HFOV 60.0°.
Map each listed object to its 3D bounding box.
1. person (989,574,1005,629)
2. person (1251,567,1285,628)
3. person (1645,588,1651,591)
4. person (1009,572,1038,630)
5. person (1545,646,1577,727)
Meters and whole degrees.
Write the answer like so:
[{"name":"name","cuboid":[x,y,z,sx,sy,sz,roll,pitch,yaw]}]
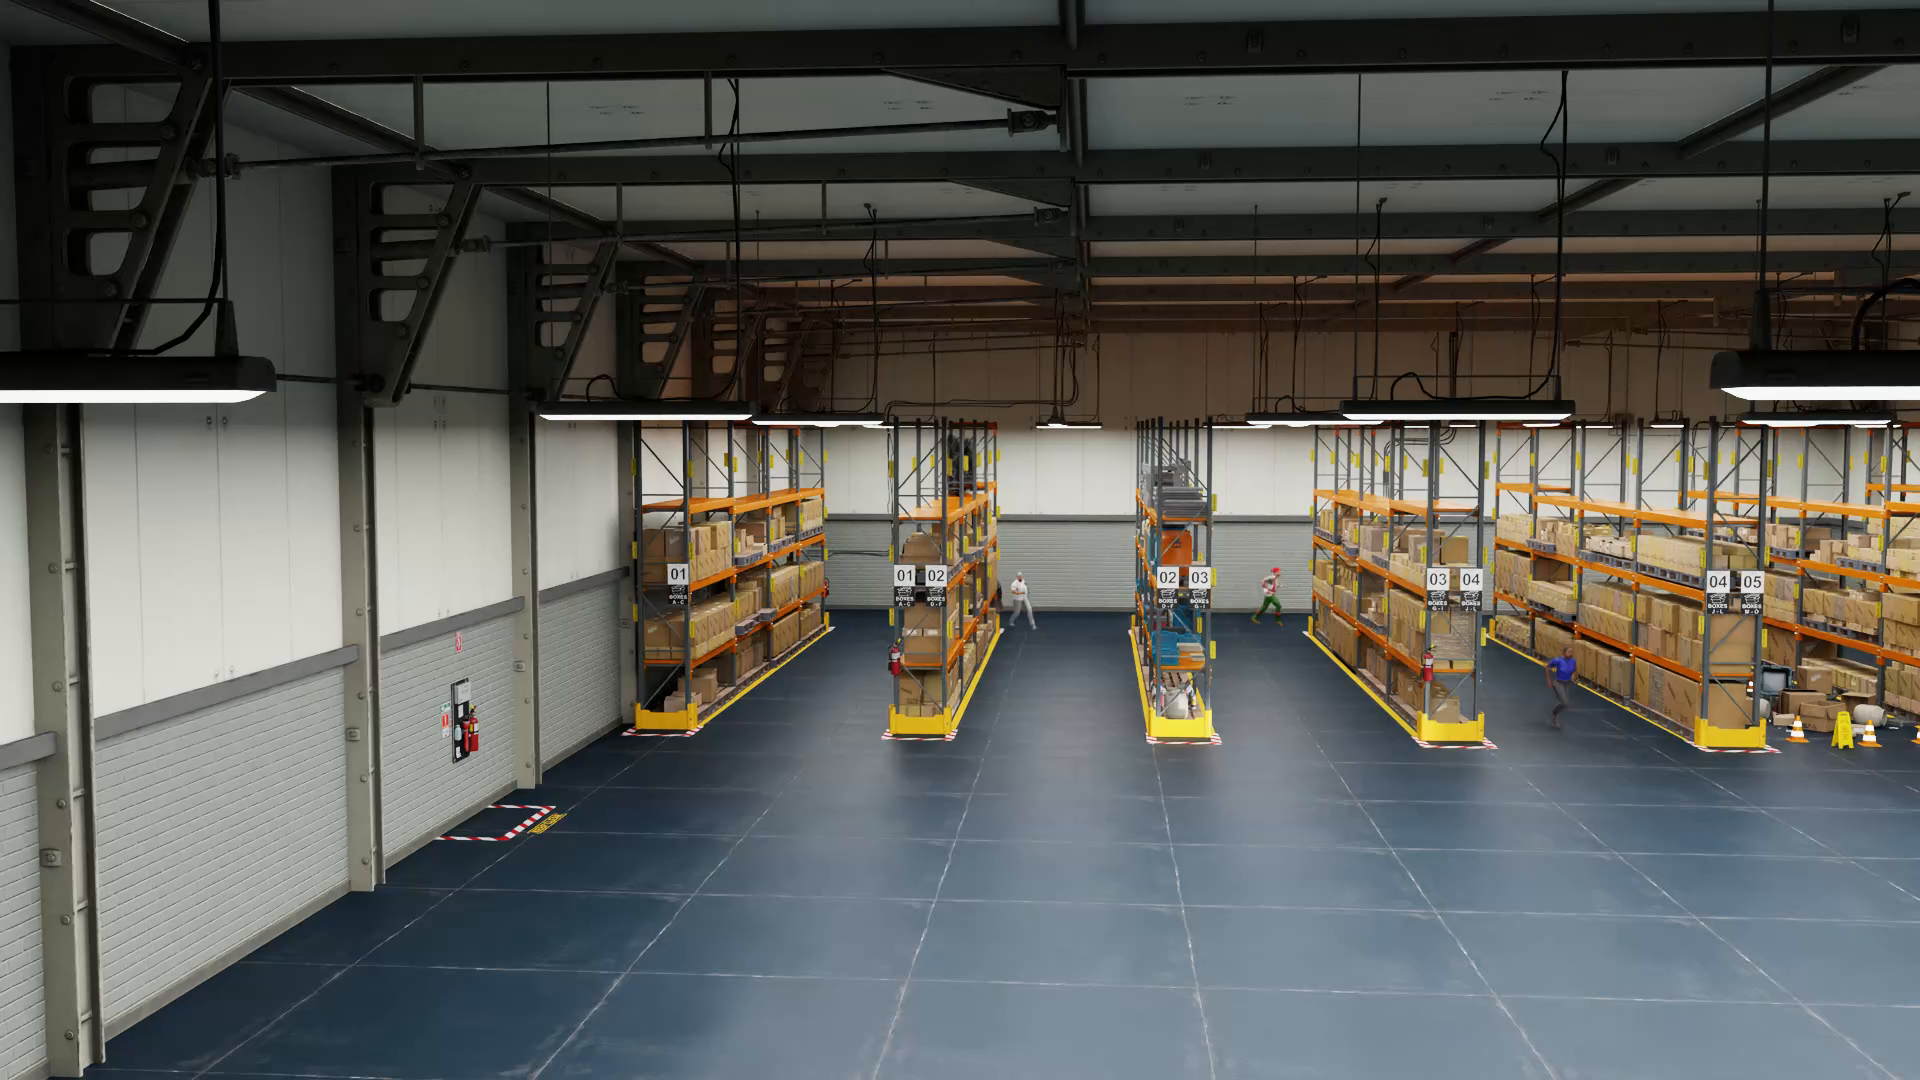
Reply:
[{"name":"person","cuboid":[0.978,1.740,48.382,0.569,1.692,0.673,3,5,36]},{"name":"person","cuboid":[9.017,1.674,48.698,0.996,1.794,0.653,1,4,18]},{"name":"person","cuboid":[17.219,2.103,41.800,0.692,1.796,0.889,0,4,0]},{"name":"person","cuboid":[1.753,1.758,48.175,0.623,1.666,0.924,-2,4,-32]},{"name":"person","cuboid":[11.624,2.823,32.039,0.528,1.591,0.665,-1,4,-19]}]
